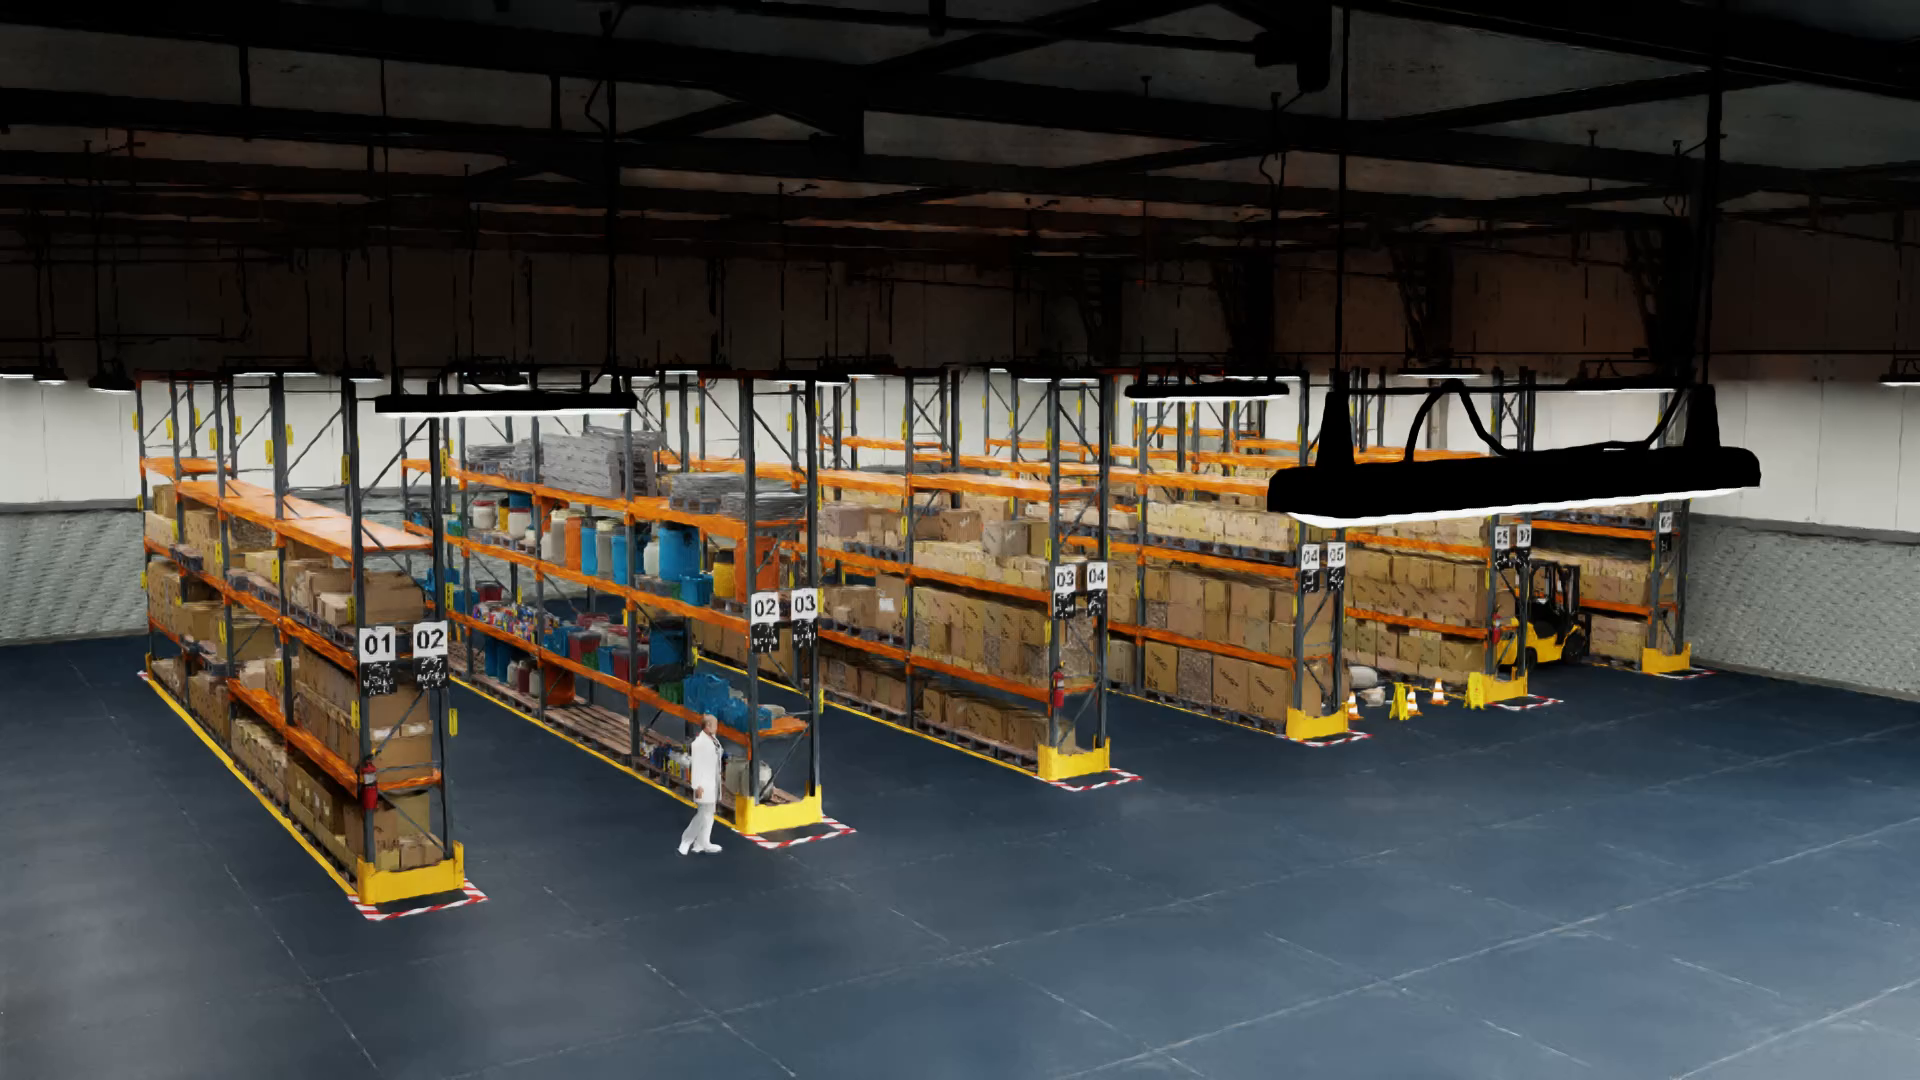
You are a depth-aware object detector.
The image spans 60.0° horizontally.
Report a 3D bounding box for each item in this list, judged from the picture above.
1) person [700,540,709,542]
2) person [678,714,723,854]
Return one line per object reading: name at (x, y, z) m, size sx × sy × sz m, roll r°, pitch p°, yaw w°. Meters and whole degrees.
person at (-6.504, 0.770, 42.130) m, size 0.495 × 1.589 × 1.086 m, roll -4°, pitch 8°, yaw -31°
person at (-3.255, 3.144, 20.954) m, size 0.515 × 1.651 × 0.725 m, roll 2°, pitch 7°, yaw 16°
